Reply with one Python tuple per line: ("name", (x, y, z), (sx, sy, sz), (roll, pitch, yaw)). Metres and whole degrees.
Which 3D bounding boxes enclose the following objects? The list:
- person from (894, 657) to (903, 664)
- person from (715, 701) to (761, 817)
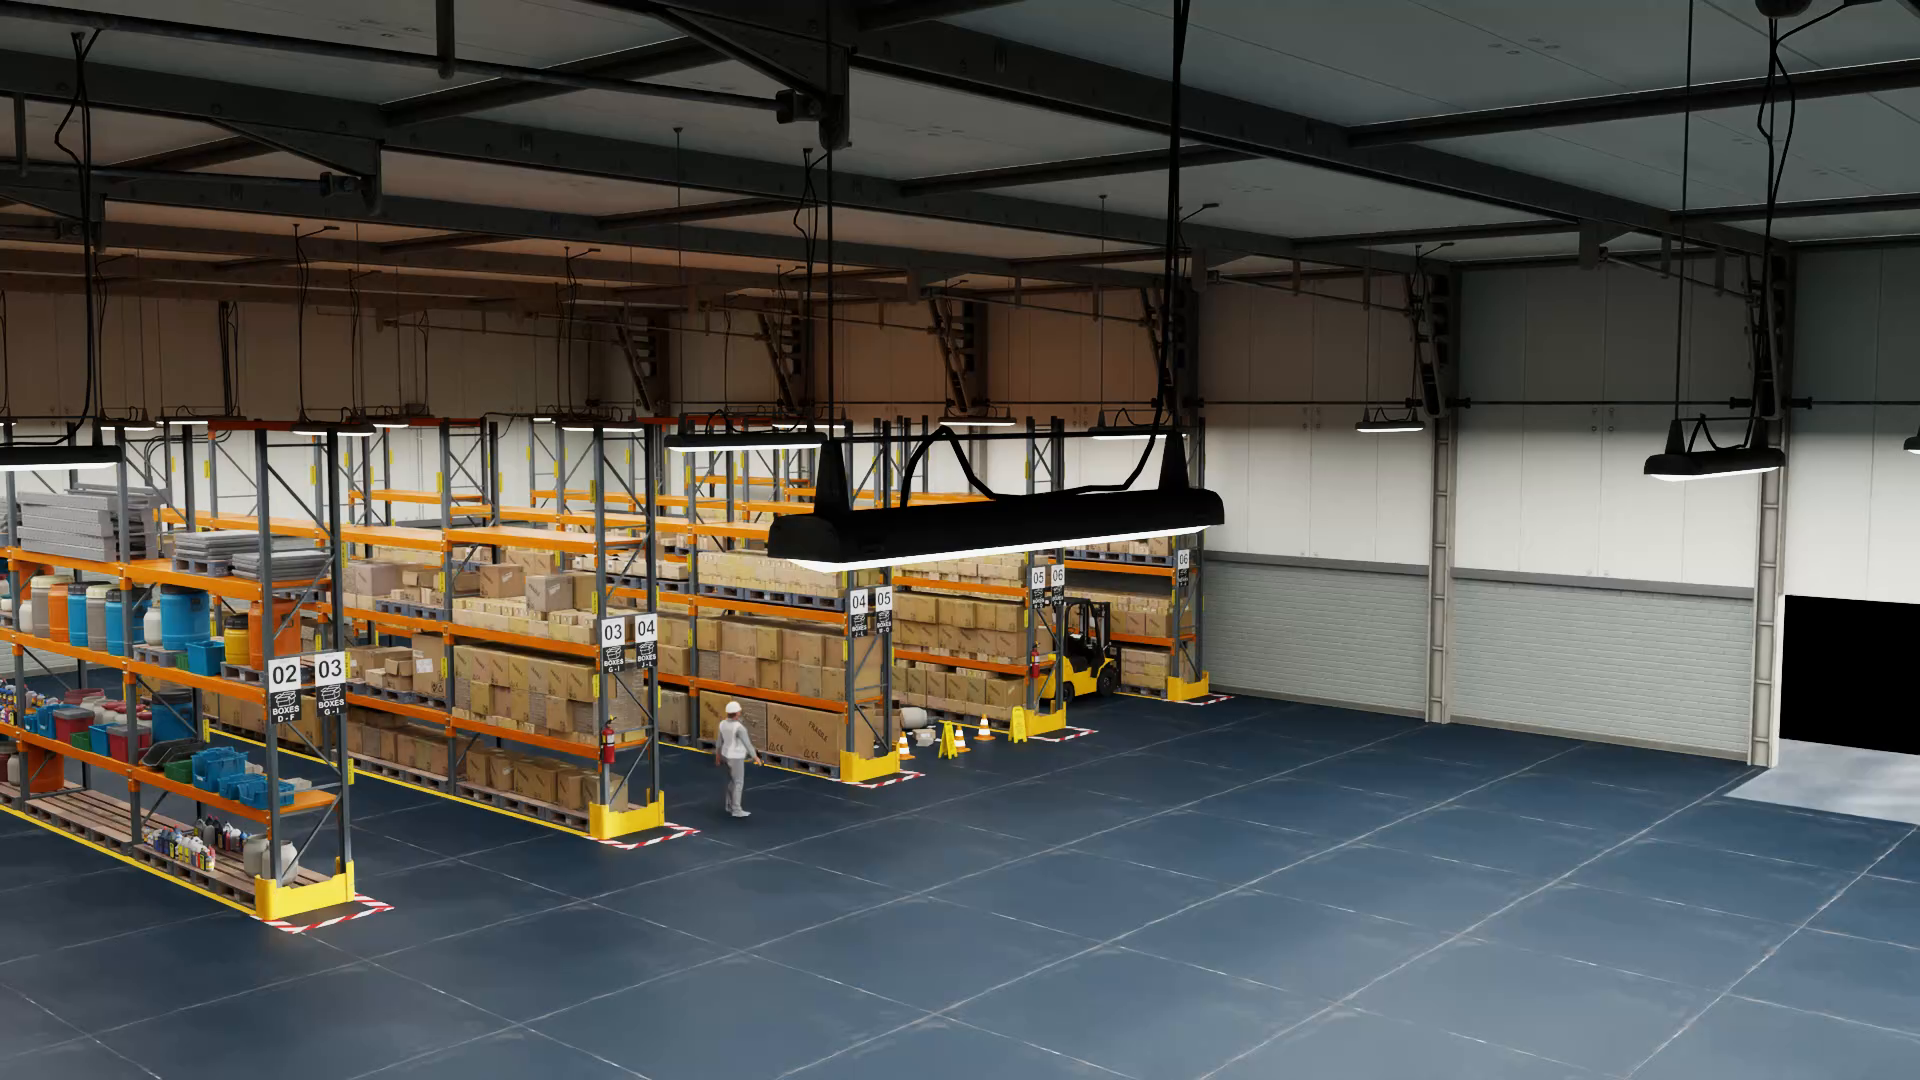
("person", (-1.387, 2.157, 38.713), (0.542, 1.685, 0.393), (1, 5, 13))
("person", (-3.390, 3.351, 25.446), (0.579, 1.803, 0.592), (-3, 5, -30))
